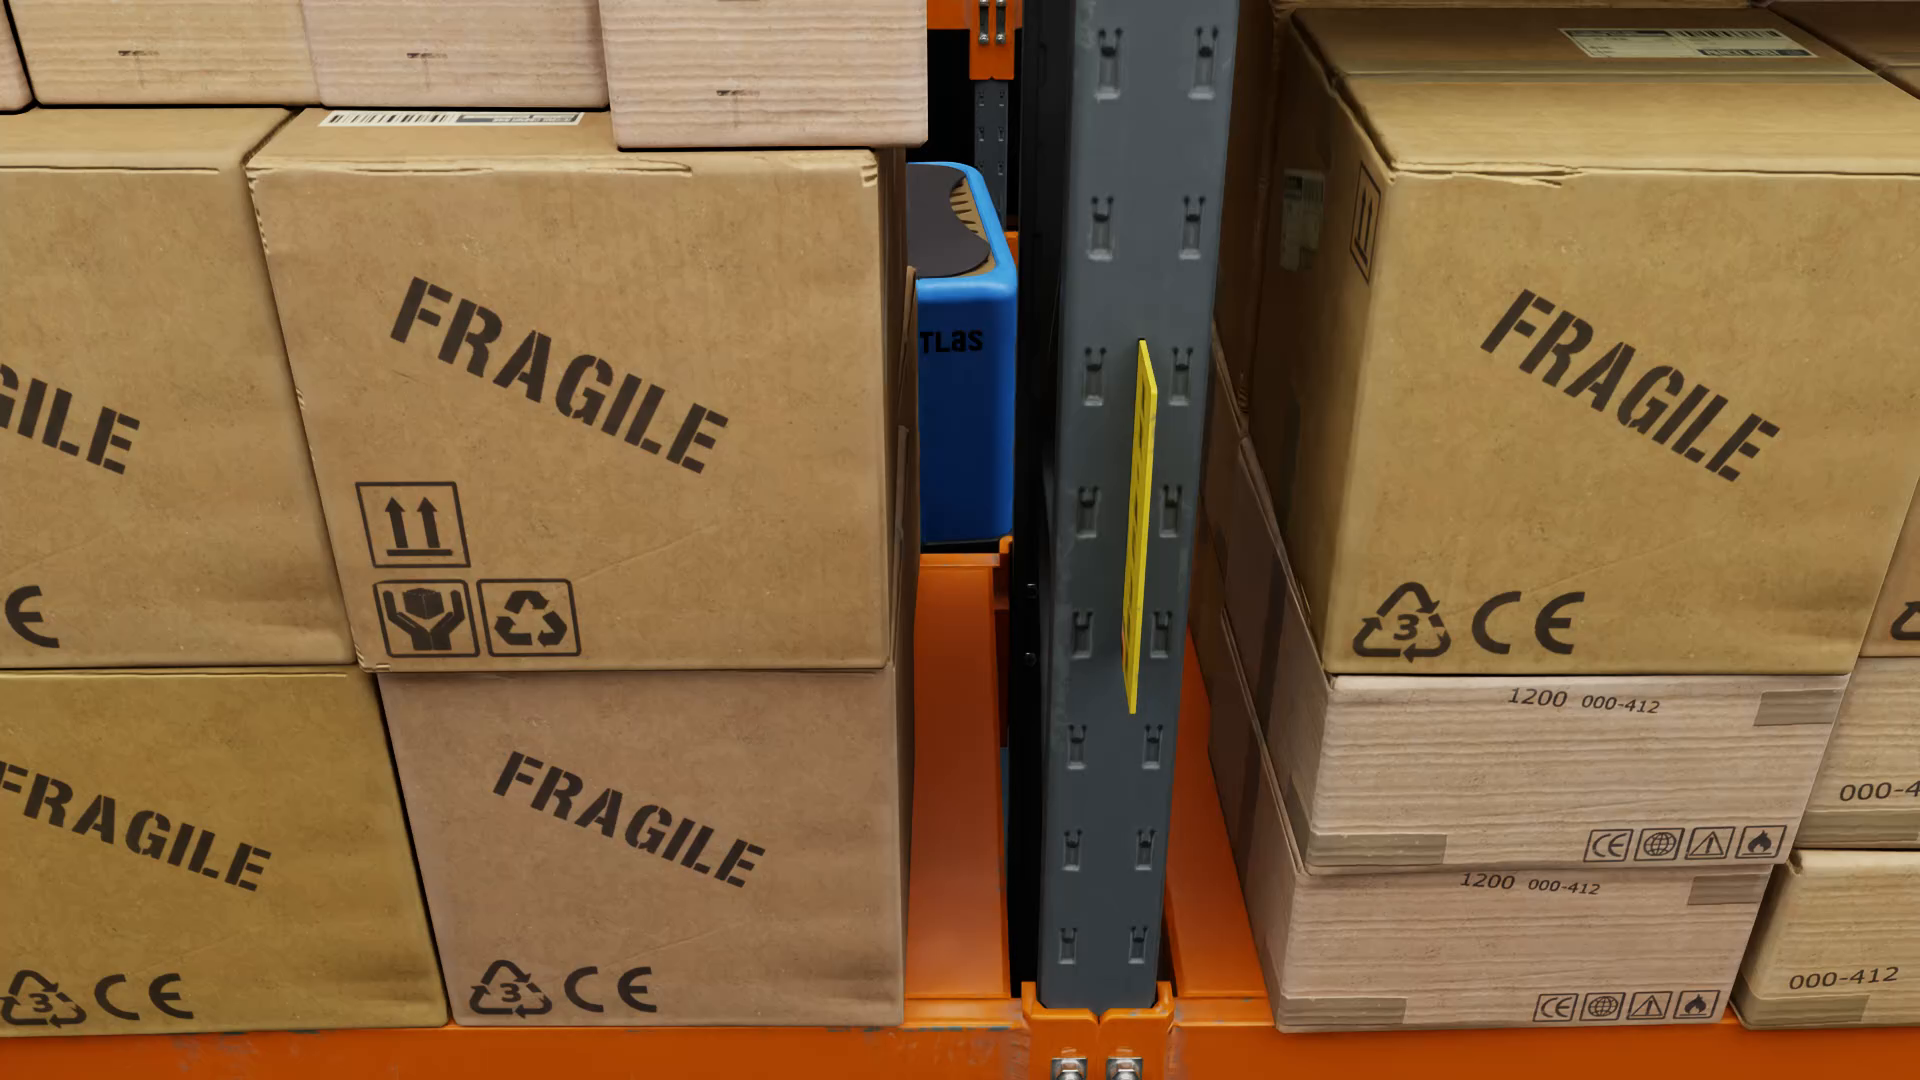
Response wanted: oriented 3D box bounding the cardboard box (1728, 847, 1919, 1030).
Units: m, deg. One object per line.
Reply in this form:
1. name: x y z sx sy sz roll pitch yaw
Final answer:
1. cardboard box: 1.110 0.307 1.996 0.500 0.250 0.500 -1 31 -2

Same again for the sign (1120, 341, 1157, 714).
1. sign: 0.155 -0.006 1.457 0.005 0.325 0.100 0 31 0

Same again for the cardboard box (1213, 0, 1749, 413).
1. cardboard box: 0.596 -0.492 2.109 0.500 0.500 0.500 1 31 1

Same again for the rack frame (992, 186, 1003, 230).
1. rack frame: 0.125 -0.550 5.120 0.008 1.050 0.200 -3 15 -6

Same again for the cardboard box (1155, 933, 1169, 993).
1. cardboard box: 0.770 0.795 2.691 0.875 0.875 0.875 1 31 1

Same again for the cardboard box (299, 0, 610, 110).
1. cardboard box: -0.420 -0.527 1.541 0.250 0.149 0.380 1 31 1

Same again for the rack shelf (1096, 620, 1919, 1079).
1. rack shelf: 2.150 0.411 2.374 4.000 0.370 1.077 0 31 0

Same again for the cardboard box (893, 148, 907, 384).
1. cardboard box: -0.327 -0.484 2.096 0.500 0.500 0.500 0 31 0

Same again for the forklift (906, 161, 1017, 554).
1. forklift: -1.375 -1.173 4.359 3.031 2.935 1.130 -3 31 -5

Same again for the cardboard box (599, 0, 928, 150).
1. cardboard box: -0.156 -0.472 1.450 0.250 0.149 0.380 -1 31 -1

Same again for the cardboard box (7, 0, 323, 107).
1. cardboard box: -0.669 -0.531 1.548 0.250 0.149 0.380 0 31 0

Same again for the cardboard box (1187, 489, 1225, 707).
1. cardboard box: 0.598 0.042 2.434 0.500 0.250 0.500 -1 31 -1

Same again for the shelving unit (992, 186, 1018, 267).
1. shelving unit: 0.246 -0.557 5.132 0.252 1.050 0.215 -3 15 -6

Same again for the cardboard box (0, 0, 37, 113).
1. cardboard box: -0.922 -0.521 1.532 0.250 0.149 0.380 0 31 -1

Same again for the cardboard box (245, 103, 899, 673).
1. cardboard box: -0.320 -0.216 1.653 0.500 0.500 0.500 0 31 -1

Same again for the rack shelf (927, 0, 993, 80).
1. rack shelf: -1.883 -2.151 6.597 4.000 0.370 1.077 0 31 0

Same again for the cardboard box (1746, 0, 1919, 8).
1. cardboard box: 1.113 -0.497 2.118 0.500 0.500 0.500 0 31 1

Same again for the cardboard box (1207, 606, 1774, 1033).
1. cardboard box: 0.592 0.310 1.993 0.500 0.250 0.500 -1 31 -1

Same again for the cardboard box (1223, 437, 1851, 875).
1. cardboard box: 0.592 0.105 1.847 0.500 0.250 0.500 -1 31 -2

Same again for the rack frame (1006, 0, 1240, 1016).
1. rack frame: 0.150 0.108 2.180 0.053 2.616 0.949 0 31 0

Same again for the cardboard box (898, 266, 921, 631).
1. cardboard box: -0.320 -0.067 2.373 0.500 0.500 0.500 1 31 1

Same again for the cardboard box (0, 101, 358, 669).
1. cardboard box: -0.827 -0.218 1.658 0.500 0.500 0.500 -1 31 -1

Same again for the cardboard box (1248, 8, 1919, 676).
1. cardboard box: 0.592 -0.213 1.648 0.500 0.500 0.500 0 31 0

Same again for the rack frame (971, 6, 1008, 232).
1. rack frame: 0.117 -2.465 6.421 0.127 3.000 1.000 0 31 0

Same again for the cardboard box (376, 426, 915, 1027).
1. cardboard box: -0.312 0.201 1.930 0.500 0.500 0.500 0 31 0

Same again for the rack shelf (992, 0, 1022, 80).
1. rack shelf: 2.117 -2.163 6.618 4.000 0.370 1.077 0 31 0

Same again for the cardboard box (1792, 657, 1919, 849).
1. cardboard box: 1.113 0.089 1.874 0.500 0.250 0.500 0 31 0

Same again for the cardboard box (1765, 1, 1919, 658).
1. cardboard box: 1.101 -0.228 1.675 0.500 0.500 0.500 0 31 -1

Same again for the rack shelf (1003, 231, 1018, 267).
1. rack shelf: 0.239 -0.821 5.062 0.240 0.259 0.215 -3 15 -6

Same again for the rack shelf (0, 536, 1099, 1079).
1. rack shelf: -1.849 0.424 2.353 4.000 0.370 1.077 0 31 0

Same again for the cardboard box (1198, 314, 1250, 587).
1. cardboard box: 0.590 -0.167 2.296 0.500 0.250 0.500 0 31 0

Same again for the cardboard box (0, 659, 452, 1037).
1. cardboard box: -0.826 0.206 1.923 0.500 0.500 0.500 -1 31 -2
